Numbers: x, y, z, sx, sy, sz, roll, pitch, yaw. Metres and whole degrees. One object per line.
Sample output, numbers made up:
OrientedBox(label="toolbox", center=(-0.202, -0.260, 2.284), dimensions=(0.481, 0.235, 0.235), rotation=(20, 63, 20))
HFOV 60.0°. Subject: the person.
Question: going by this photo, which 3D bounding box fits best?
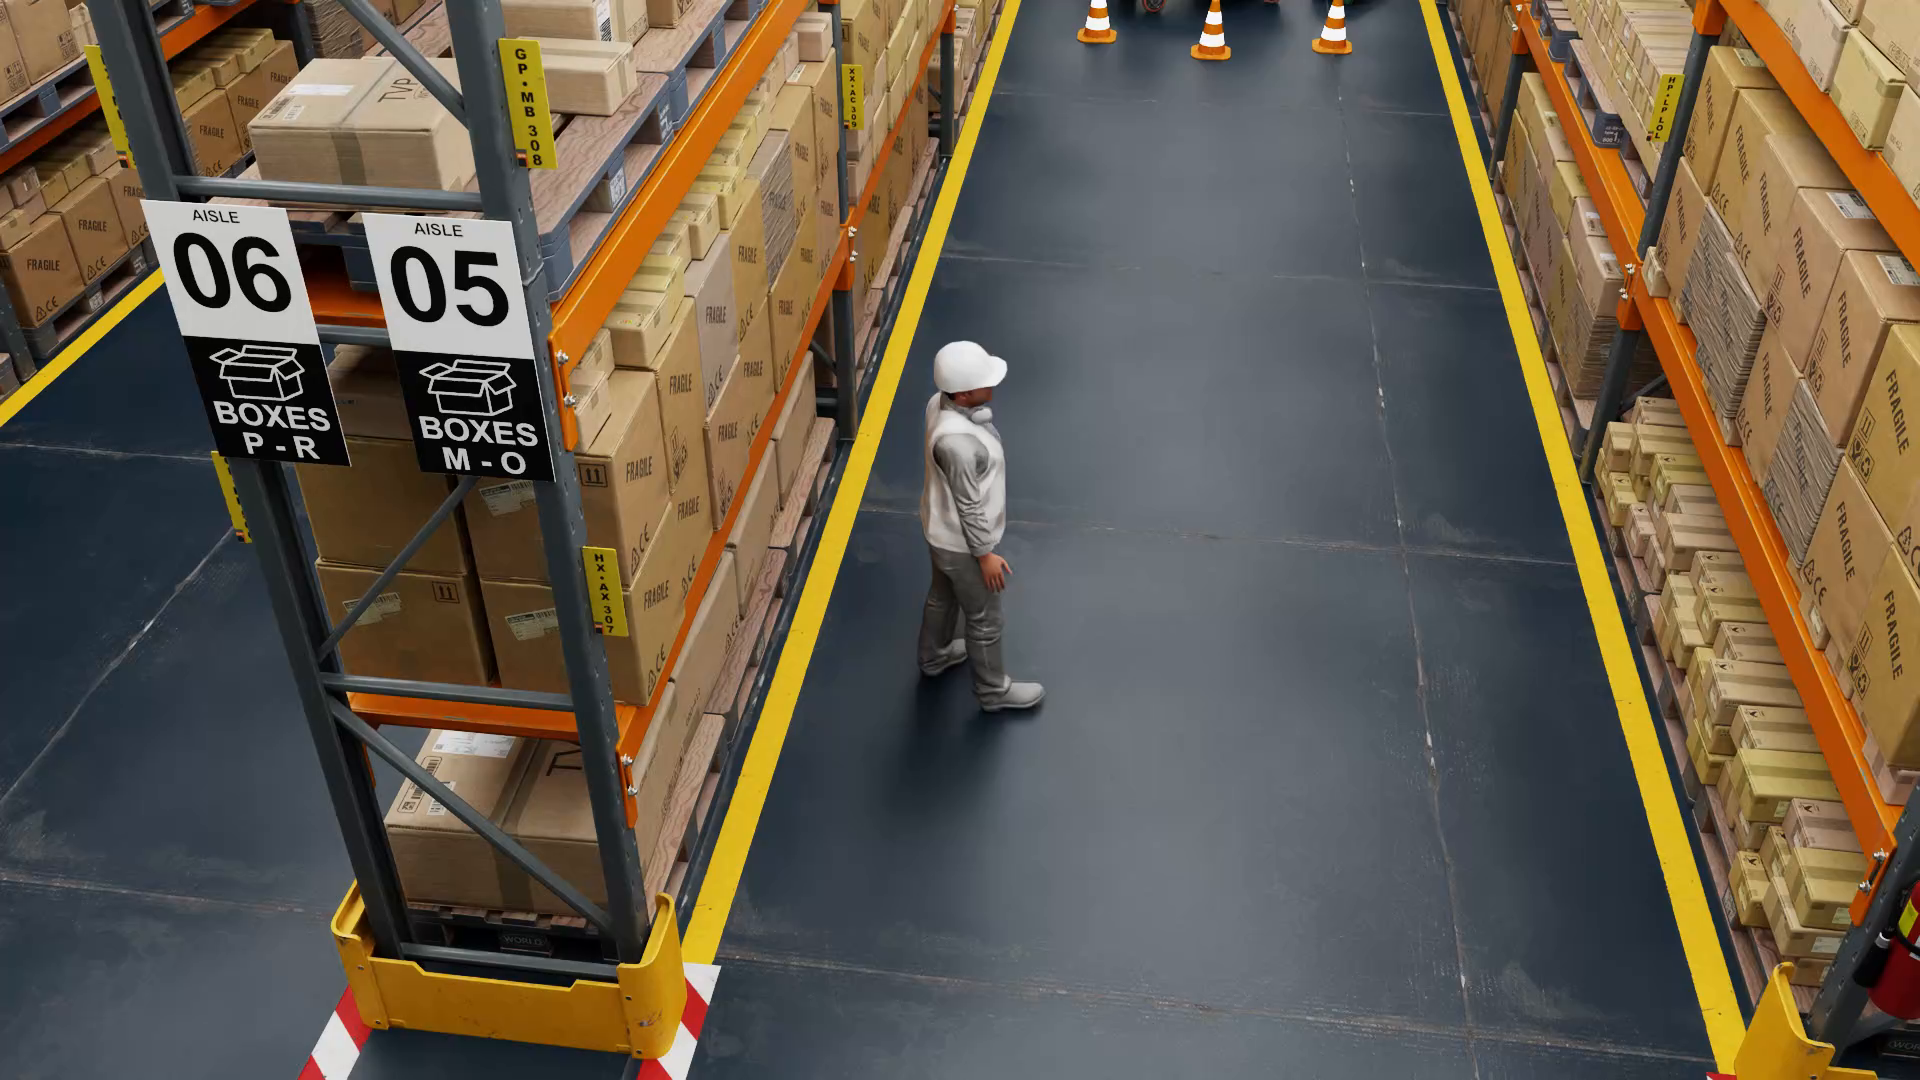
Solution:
OrientedBox(label="person", center=(0.094, -0.058, 7.057), dimensions=(0.553, 1.775, 0.613), rotation=(-4, 36, -6))
